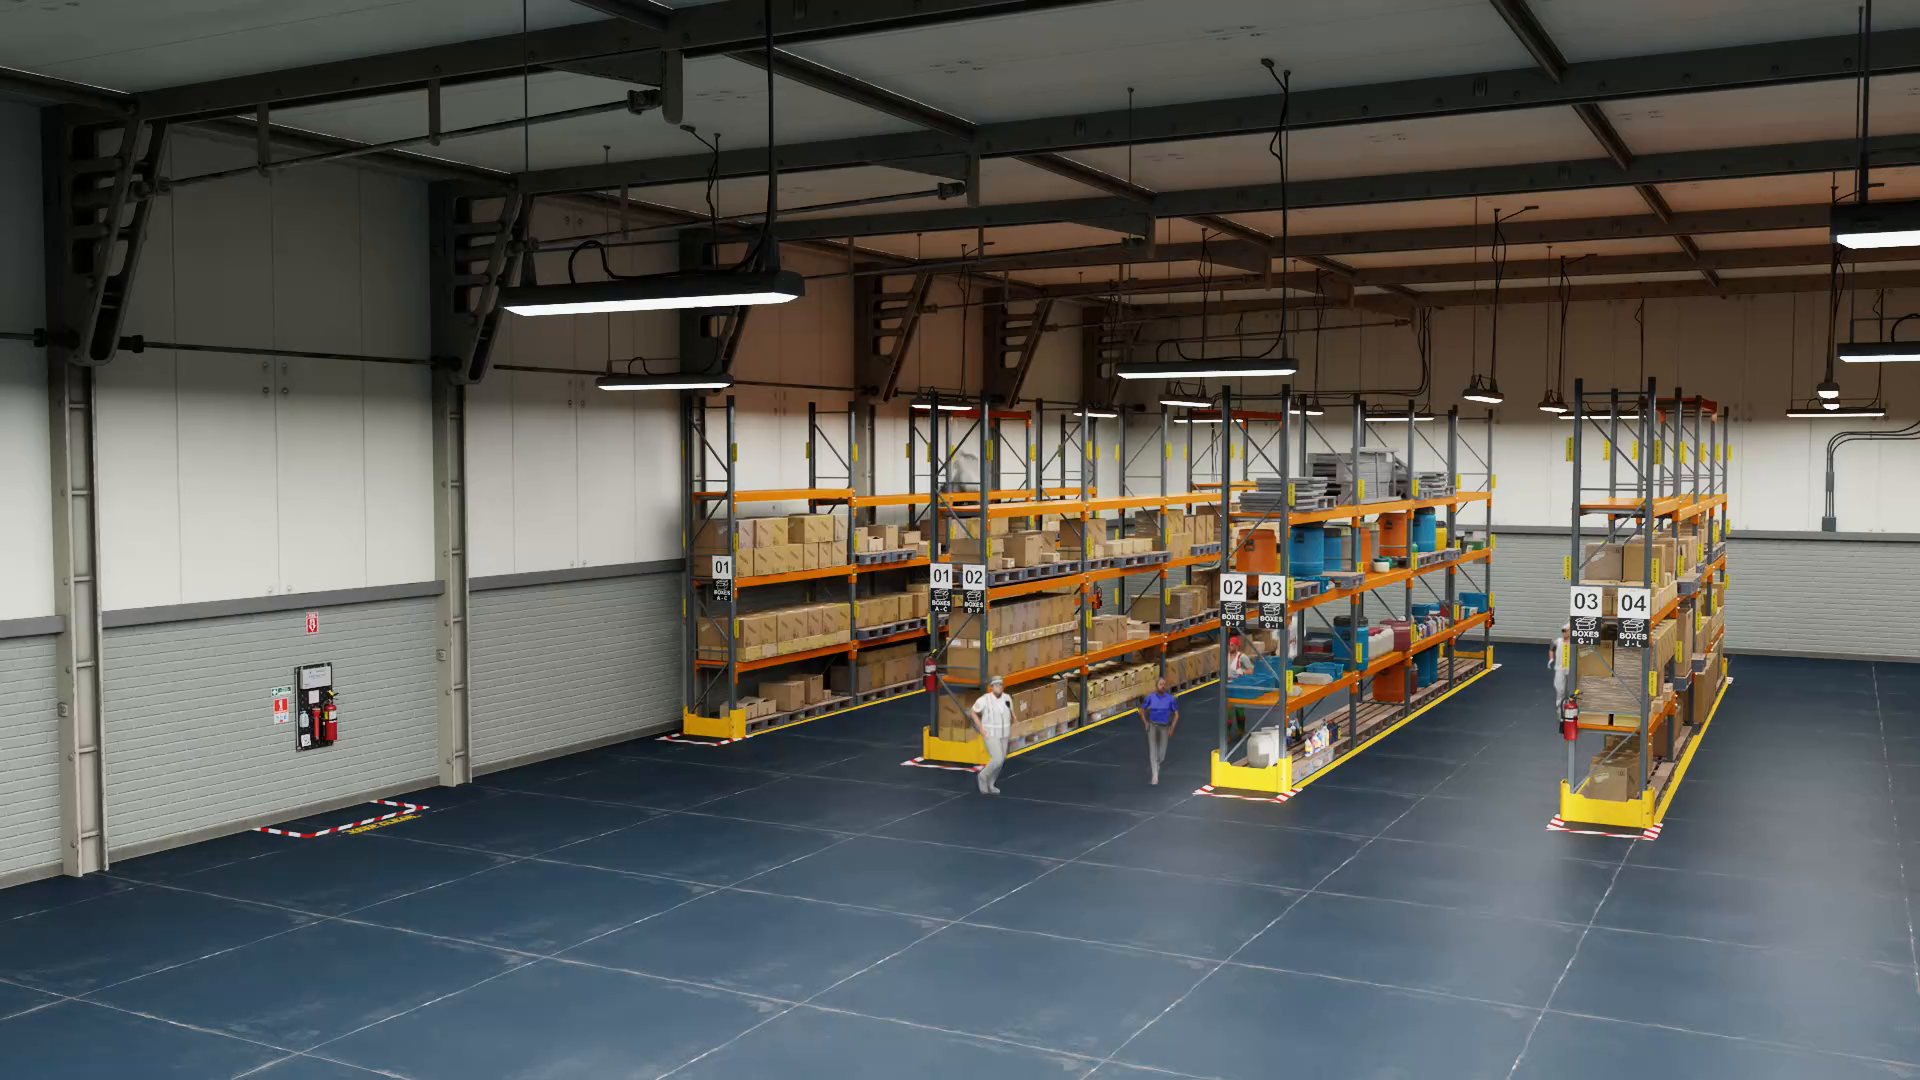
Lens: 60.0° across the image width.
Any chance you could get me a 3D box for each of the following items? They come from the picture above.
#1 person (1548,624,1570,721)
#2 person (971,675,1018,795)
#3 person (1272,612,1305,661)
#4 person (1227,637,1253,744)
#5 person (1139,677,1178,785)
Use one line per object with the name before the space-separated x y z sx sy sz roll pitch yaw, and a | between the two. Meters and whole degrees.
person | 11.319 2.451 31.037 0.661 1.765 1.002 2 3 27
person | 0.567 2.846 24.267 0.639 1.760 0.632 -2 4 -35
person | 7.039 2.279 35.694 0.751 1.734 0.739 1 3 24
person | 4.783 2.595 28.786 0.623 1.838 0.845 2 3 29
person | 3.009 2.886 25.242 0.579 1.620 0.552 0 3 4
